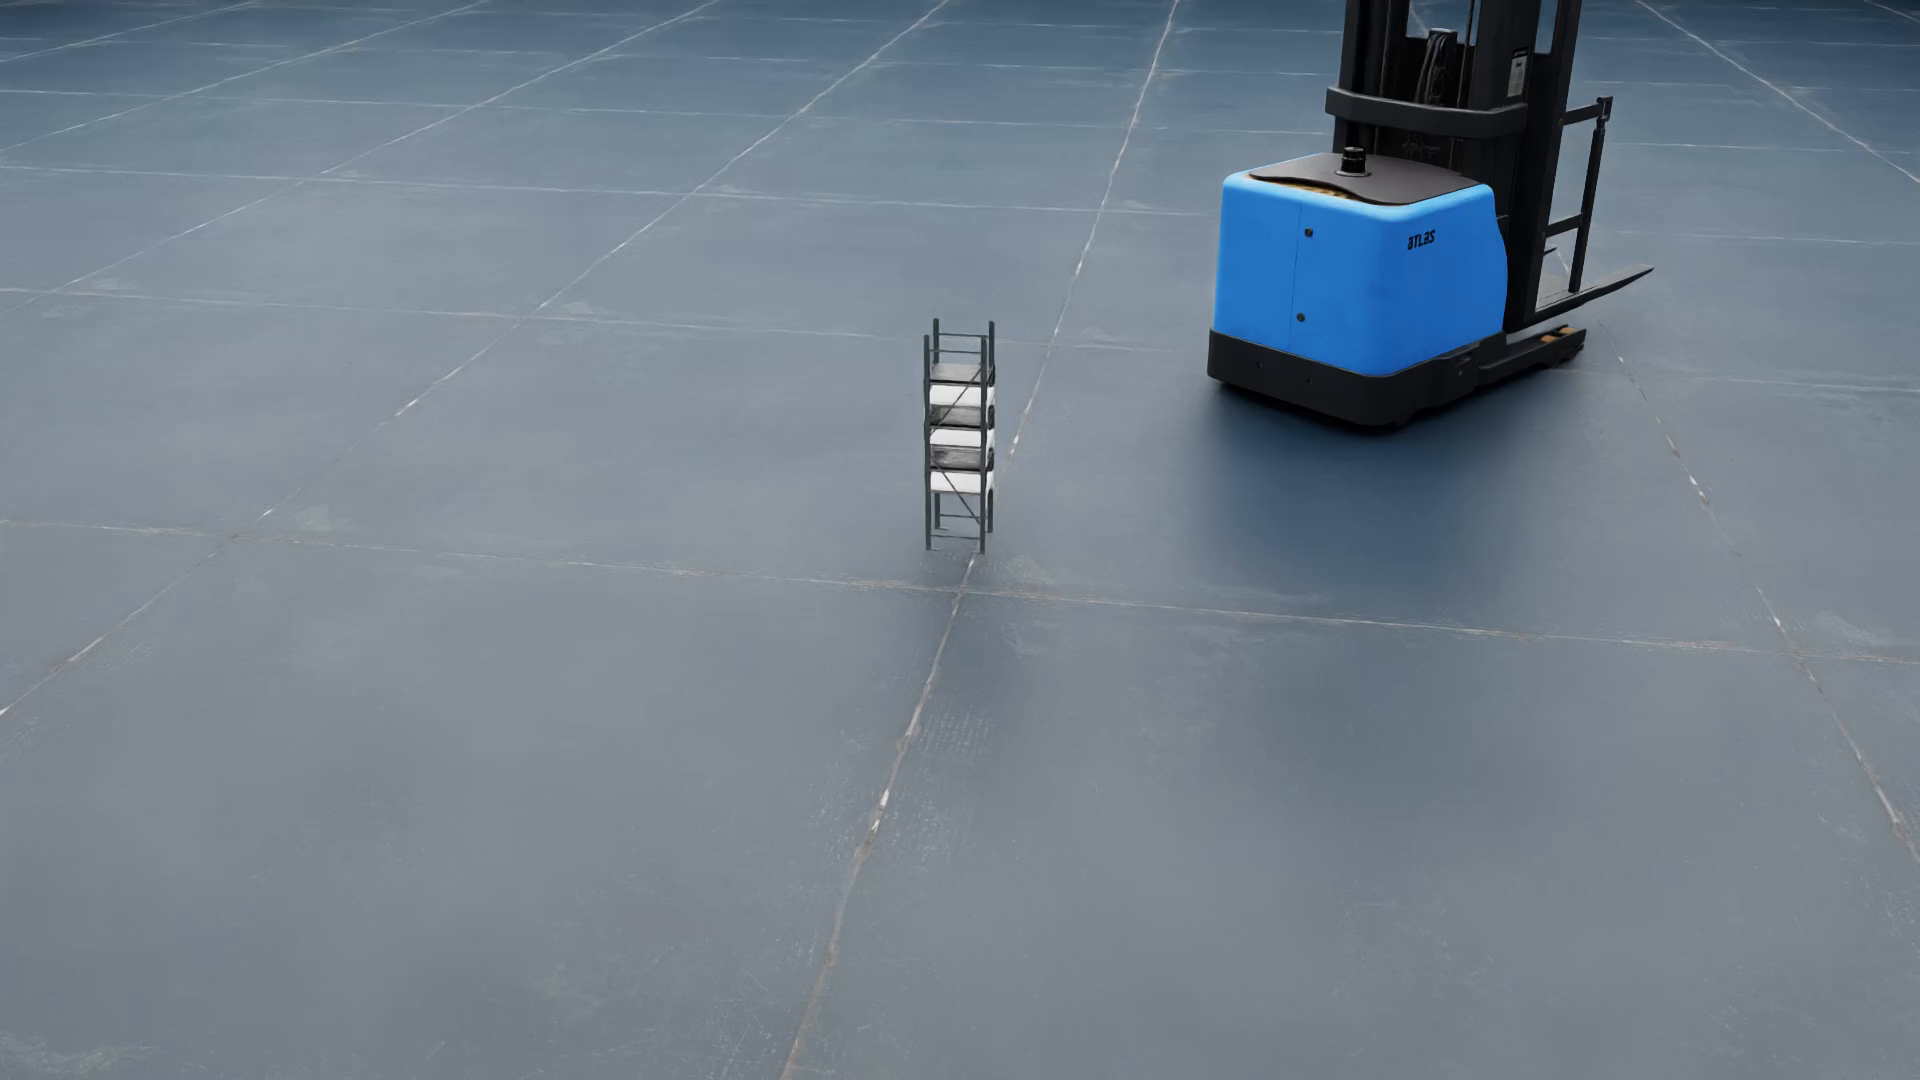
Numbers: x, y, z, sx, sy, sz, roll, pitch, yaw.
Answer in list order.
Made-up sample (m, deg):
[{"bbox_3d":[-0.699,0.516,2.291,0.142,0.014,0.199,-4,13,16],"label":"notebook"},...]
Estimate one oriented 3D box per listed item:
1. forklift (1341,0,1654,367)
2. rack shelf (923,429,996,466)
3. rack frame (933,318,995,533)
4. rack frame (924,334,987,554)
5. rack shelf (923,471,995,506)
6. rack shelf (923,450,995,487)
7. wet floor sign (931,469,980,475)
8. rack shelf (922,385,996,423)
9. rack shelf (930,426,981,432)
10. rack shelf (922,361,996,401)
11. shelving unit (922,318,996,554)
[{"bbox_3d":[2.704,-2.356,8.400,2.937,2.867,1.118,-21,33,-38],"label":"forklift"},{"bbox_3d":[-0.001,-0.374,6.566,0.258,0.077,0.200,4,25,9],"label":"rack shelf"},{"bbox_3d":[0.015,-0.447,6.643,0.240,0.900,0.006,4,25,9],"label":"rack frame"},{"bbox_3d":[-0.018,-0.362,6.461,0.240,0.900,0.006,4,25,9],"label":"rack frame"},{"bbox_3d":[-0.001,-0.211,6.642,0.258,0.077,0.200,4,25,9],"label":"rack shelf"},{"bbox_3d":[-0.001,-0.292,6.604,0.258,0.077,0.200,4,25,9],"label":"rack shelf"},{"bbox_3d":[-6.032,0.481,4.962,8.976,0.644,9.326,13,28,26],"label":"wet floor sign"},{"bbox_3d":[-0.001,-0.537,6.490,0.258,0.077,0.200,4,25,9],"label":"rack shelf"},{"bbox_3d":[-0.001,-0.469,6.522,0.199,0.015,0.184,4,25,9],"label":"rack shelf"},{"bbox_3d":[-0.001,-0.619,6.452,0.258,0.077,0.200,4,25,9],"label":"rack shelf"},{"bbox_3d":[-0.001,-0.404,6.552,0.258,0.900,0.210,4,25,9],"label":"shelving unit"}]
